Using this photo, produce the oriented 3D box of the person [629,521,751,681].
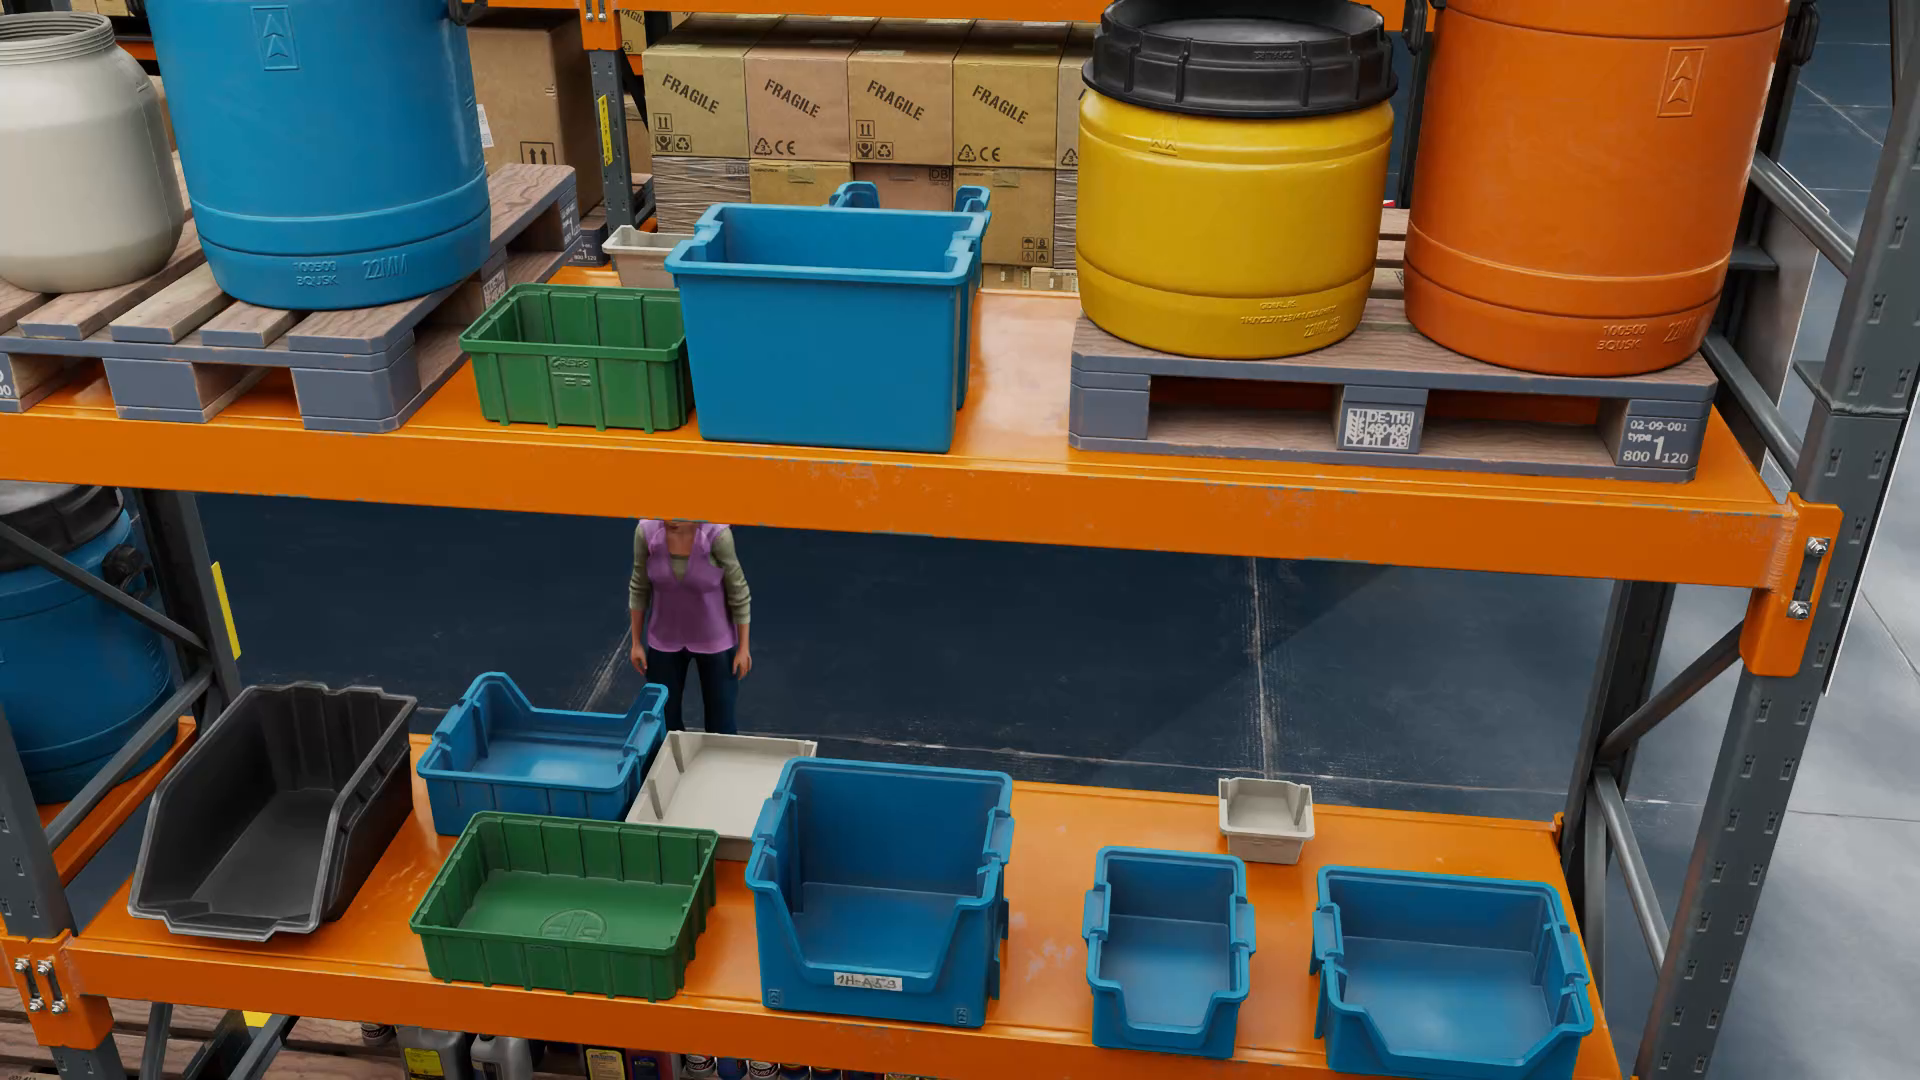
[{"bbox_3d":[-1.033,0.413,6.382,0.481,1.593,0.325,2,29,4],"label":"person"}]
